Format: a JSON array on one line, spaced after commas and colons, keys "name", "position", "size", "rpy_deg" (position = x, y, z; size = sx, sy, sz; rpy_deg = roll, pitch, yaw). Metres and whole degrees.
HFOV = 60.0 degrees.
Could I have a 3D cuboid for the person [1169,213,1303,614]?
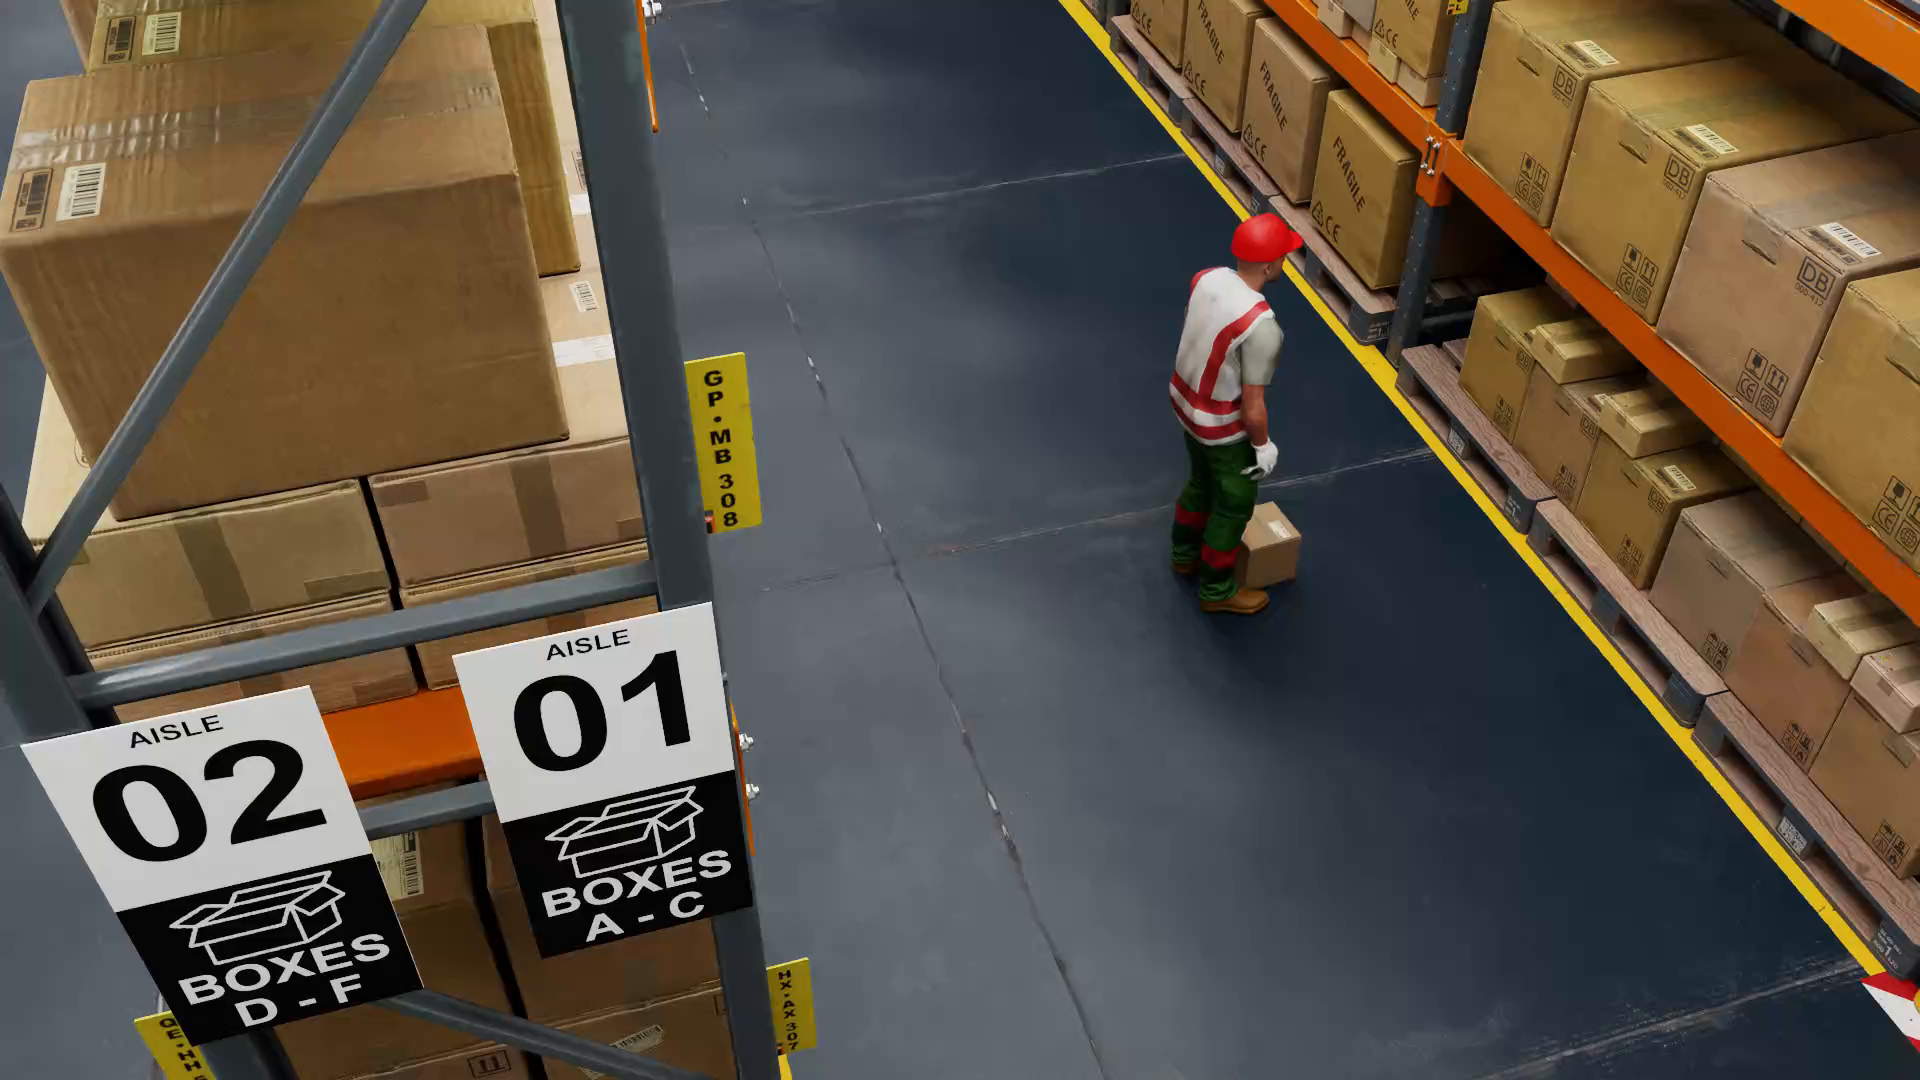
[{"name": "person", "position": [1.083, -0.504, 6.712], "size": [0.452, 1.779, 0.618], "rpy_deg": [-14, 44, -15]}]
